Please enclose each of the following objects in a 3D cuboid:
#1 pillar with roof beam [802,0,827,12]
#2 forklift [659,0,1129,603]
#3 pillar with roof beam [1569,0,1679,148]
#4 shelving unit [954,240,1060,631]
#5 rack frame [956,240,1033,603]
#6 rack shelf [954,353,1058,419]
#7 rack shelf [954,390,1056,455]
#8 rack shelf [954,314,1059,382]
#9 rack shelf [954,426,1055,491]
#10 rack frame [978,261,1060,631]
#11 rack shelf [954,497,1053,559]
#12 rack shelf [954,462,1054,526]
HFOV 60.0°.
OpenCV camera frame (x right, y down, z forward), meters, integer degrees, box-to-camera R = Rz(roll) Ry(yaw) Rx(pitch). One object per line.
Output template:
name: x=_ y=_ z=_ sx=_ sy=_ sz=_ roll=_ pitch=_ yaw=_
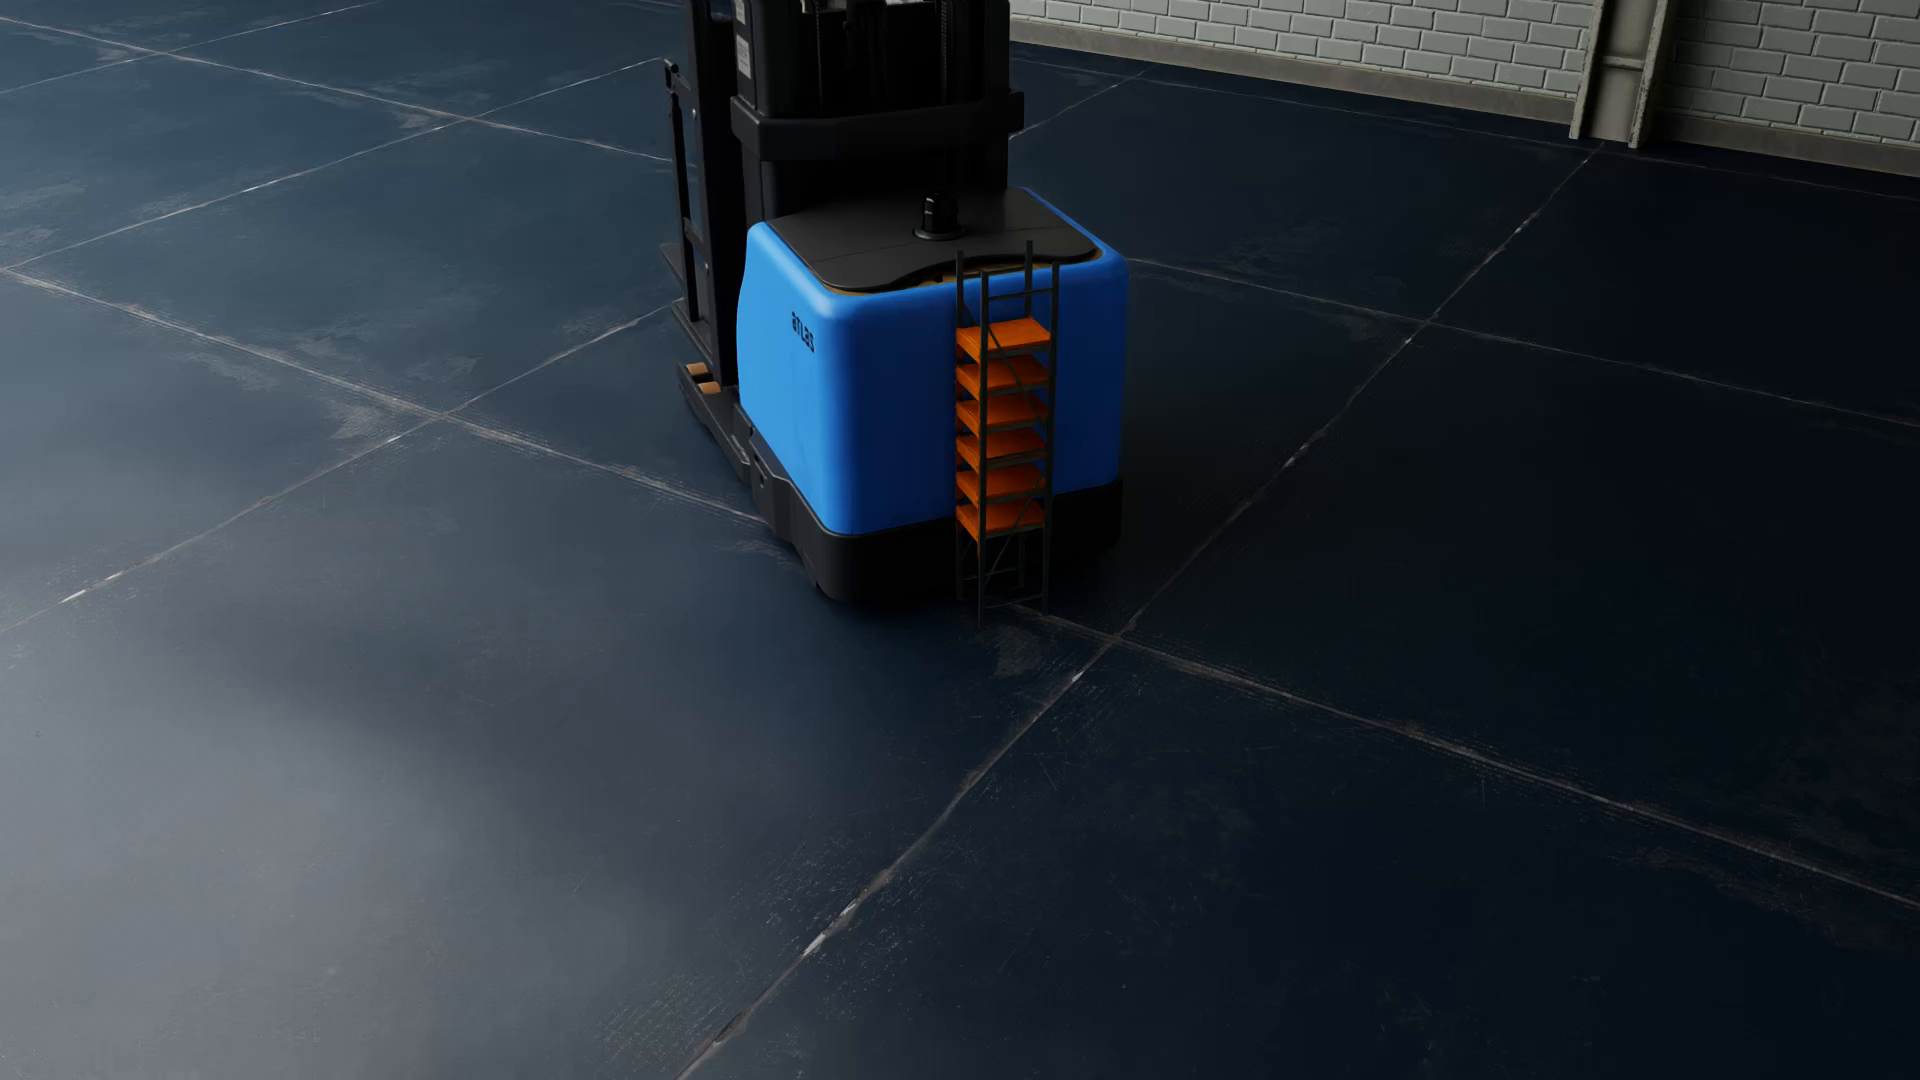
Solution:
pillar with roof beam: x=-3.526 y=-6.045 z=7.181 sx=0.400 sy=9.000 sz=9.100 roll=18 pitch=35 yaw=27
forklift: x=-0.488 y=-1.794 z=5.917 sx=1.130 sy=2.935 sz=3.031 roll=-12 pitch=32 yaw=-19
pillar with roof beam: x=1.555 y=-4.437 z=4.426 sx=0.400 sy=9.000 sz=9.100 roll=18 pitch=35 yaw=27
shelving unit: x=0.136 y=-0.296 z=5.065 sx=0.258 sy=1.200 sz=0.189 roll=-12 pitch=32 yaw=-19
rack frame: x=0.101 y=-0.338 z=5.138 sx=0.240 sy=1.200 sz=0.006 roll=-12 pitch=32 yaw=-19
rack shelf: x=0.136 y=-0.464 z=4.966 sx=0.258 sy=0.103 sz=0.180 roll=-12 pitch=32 yaw=-19
rack shelf: x=0.136 y=-0.361 z=5.027 sx=0.258 sy=0.103 sz=0.180 roll=-12 pitch=32 yaw=-19
rack shelf: x=0.136 y=-0.568 z=4.905 sx=0.258 sy=0.103 sz=0.180 roll=-12 pitch=32 yaw=-19
rack shelf: x=0.136 y=-0.257 z=5.088 sx=0.258 sy=0.103 sz=0.180 roll=-12 pitch=32 yaw=-19
rack frame: x=0.171 y=-0.253 z=4.992 sx=0.240 sy=1.200 sz=0.006 roll=-12 pitch=32 yaw=-19
rack shelf: x=0.136 y=-0.050 z=5.209 sx=0.258 sy=0.103 sz=0.180 roll=-12 pitch=32 yaw=-19
rack shelf: x=0.136 y=-0.154 z=5.148 sx=0.258 sy=0.103 sz=0.180 roll=-12 pitch=32 yaw=-19
